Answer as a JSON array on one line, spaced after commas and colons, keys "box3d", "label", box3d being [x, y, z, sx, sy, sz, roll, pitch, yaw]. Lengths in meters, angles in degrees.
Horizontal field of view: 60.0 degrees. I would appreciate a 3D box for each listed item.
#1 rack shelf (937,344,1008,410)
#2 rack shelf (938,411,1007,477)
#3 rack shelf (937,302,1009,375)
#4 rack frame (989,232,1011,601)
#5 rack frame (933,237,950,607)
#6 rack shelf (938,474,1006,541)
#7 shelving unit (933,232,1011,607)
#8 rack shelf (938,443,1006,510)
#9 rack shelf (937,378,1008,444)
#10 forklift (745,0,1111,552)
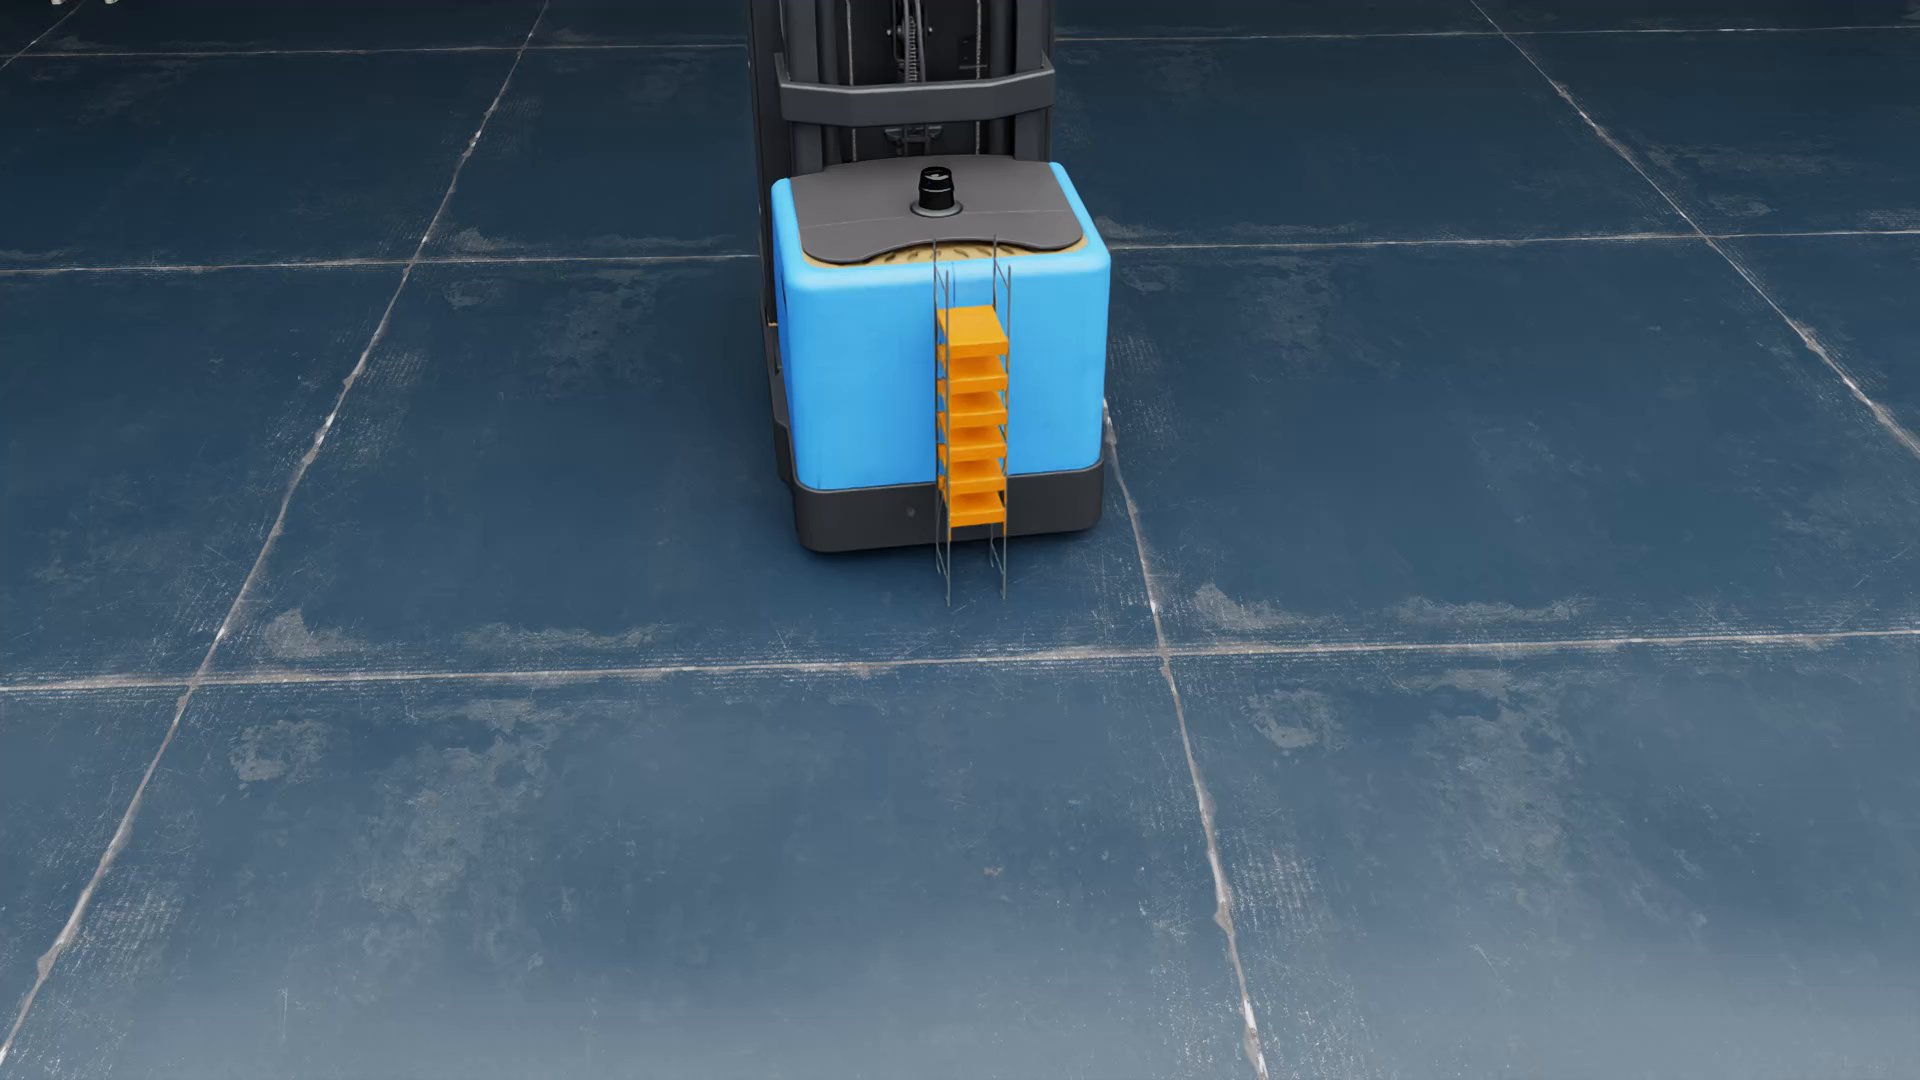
[{"box3d": [0.034, -0.511, 5.091, 0.180, 0.103, 0.258, -6, 35, -8], "label": "rack shelf"}, {"box3d": [0.034, -0.314, 5.227, 0.180, 0.103, 0.258, -6, 35, -8], "label": "rack shelf"}, {"box3d": [0.034, -0.610, 5.022, 0.180, 0.103, 0.258, -6, 35, -8], "label": "rack shelf"}, {"box3d": [0.124, -0.360, 5.215, 0.006, 1.200, 0.240, -6, 35, -8], "label": "rack frame"}, {"box3d": [-0.056, -0.341, 5.189, 0.006, 1.200, 0.240, -6, 35, -8], "label": "rack frame"}, {"box3d": [0.034, -0.116, 5.364, 0.180, 0.103, 0.258, -6, 35, -8], "label": "rack shelf"}, {"box3d": [0.034, -0.350, 5.202, 0.189, 1.200, 0.258, -6, 35, -8], "label": "shelving unit"}, {"box3d": [0.034, -0.215, 5.295, 0.180, 0.103, 0.258, -6, 35, -8], "label": "rack shelf"}, {"box3d": [0.034, -0.413, 5.159, 0.180, 0.103, 0.258, -6, 35, -8], "label": "rack shelf"}, {"box3d": [-0.247, -1.993, 6.054, 1.130, 2.935, 3.031, -5, 35, -7], "label": "forklift"}]
